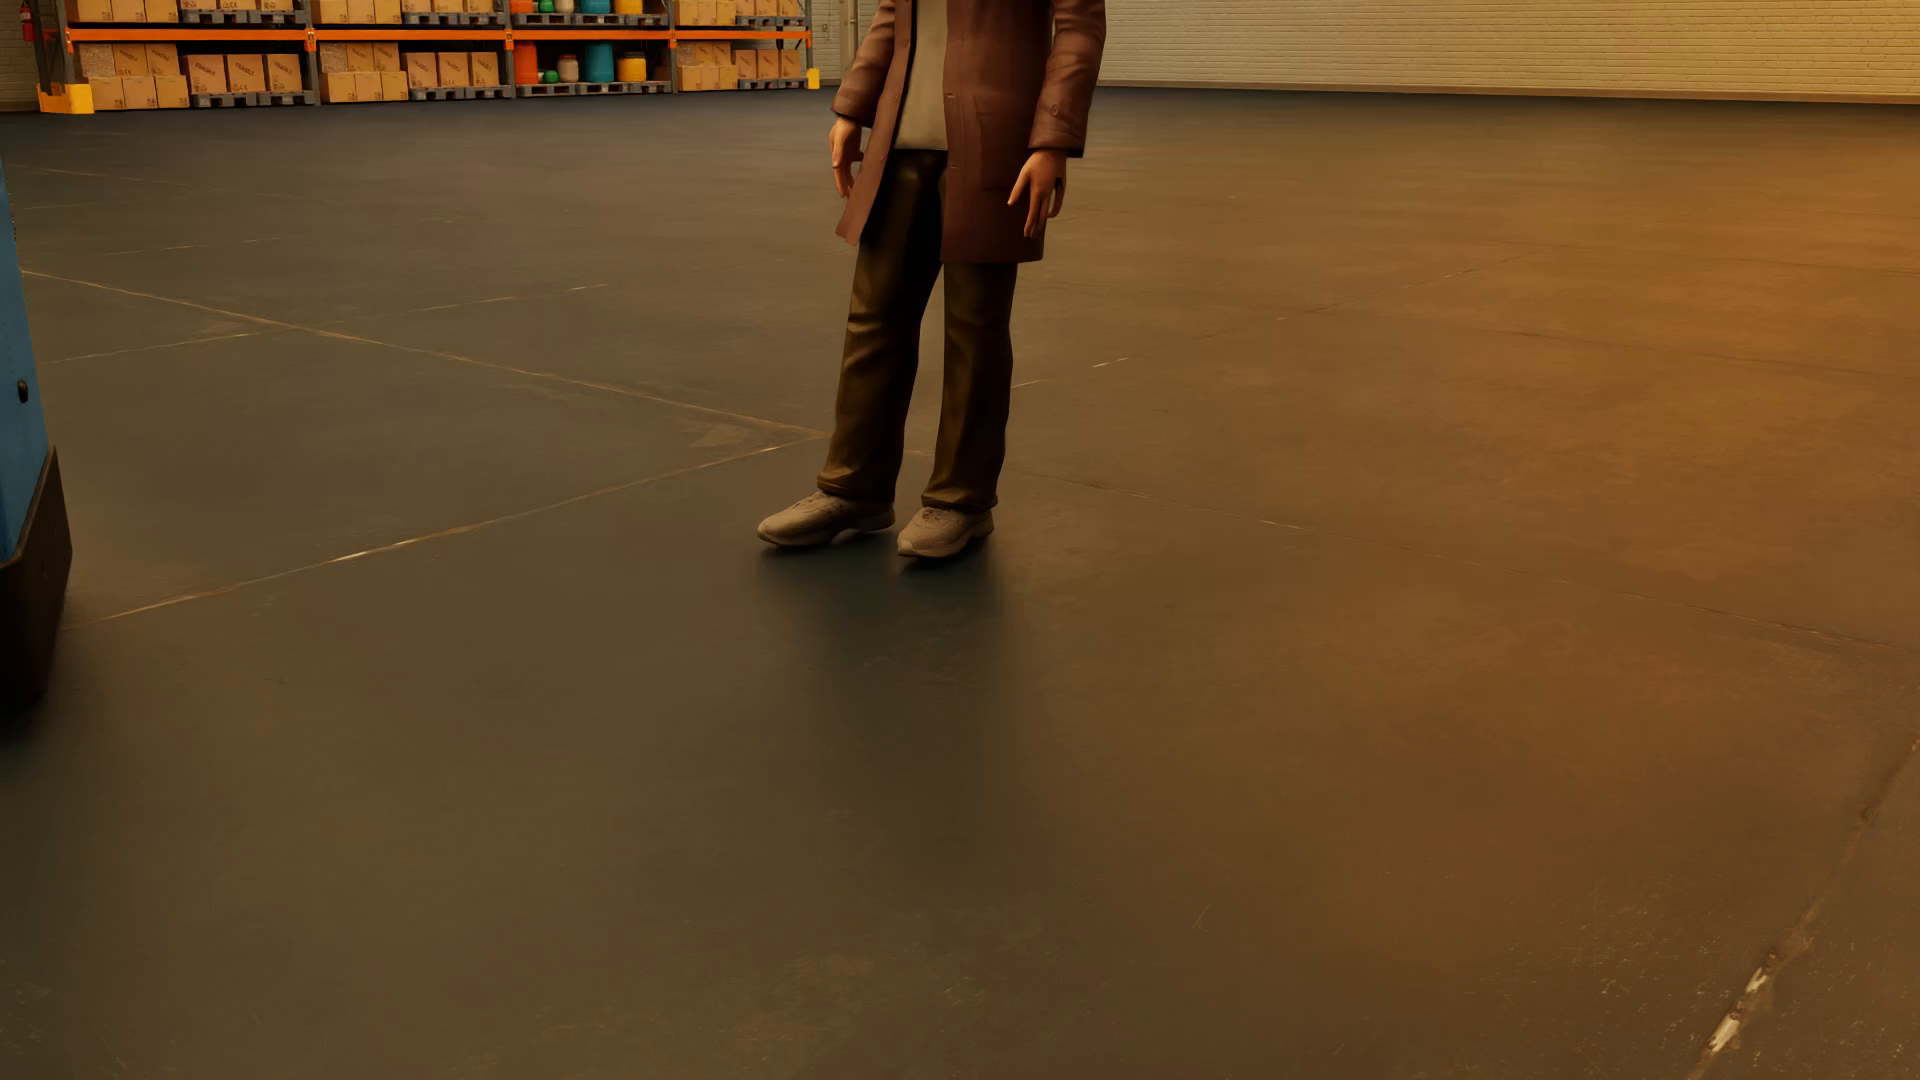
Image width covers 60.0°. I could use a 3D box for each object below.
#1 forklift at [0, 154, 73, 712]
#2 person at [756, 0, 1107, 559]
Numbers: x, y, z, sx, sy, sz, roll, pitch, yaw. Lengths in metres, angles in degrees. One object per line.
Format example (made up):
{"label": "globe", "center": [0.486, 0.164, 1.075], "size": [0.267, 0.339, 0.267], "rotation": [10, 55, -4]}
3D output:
{"label": "forklift", "center": [-3.127, -1.011, 2.226], "size": [3.031, 2.935, 1.130], "rotation": [-7, 18, -23]}
{"label": "person", "center": [-0.062, -0.838, 3.618], "size": [0.696, 1.776, 0.582], "rotation": [13, 21, 37]}
